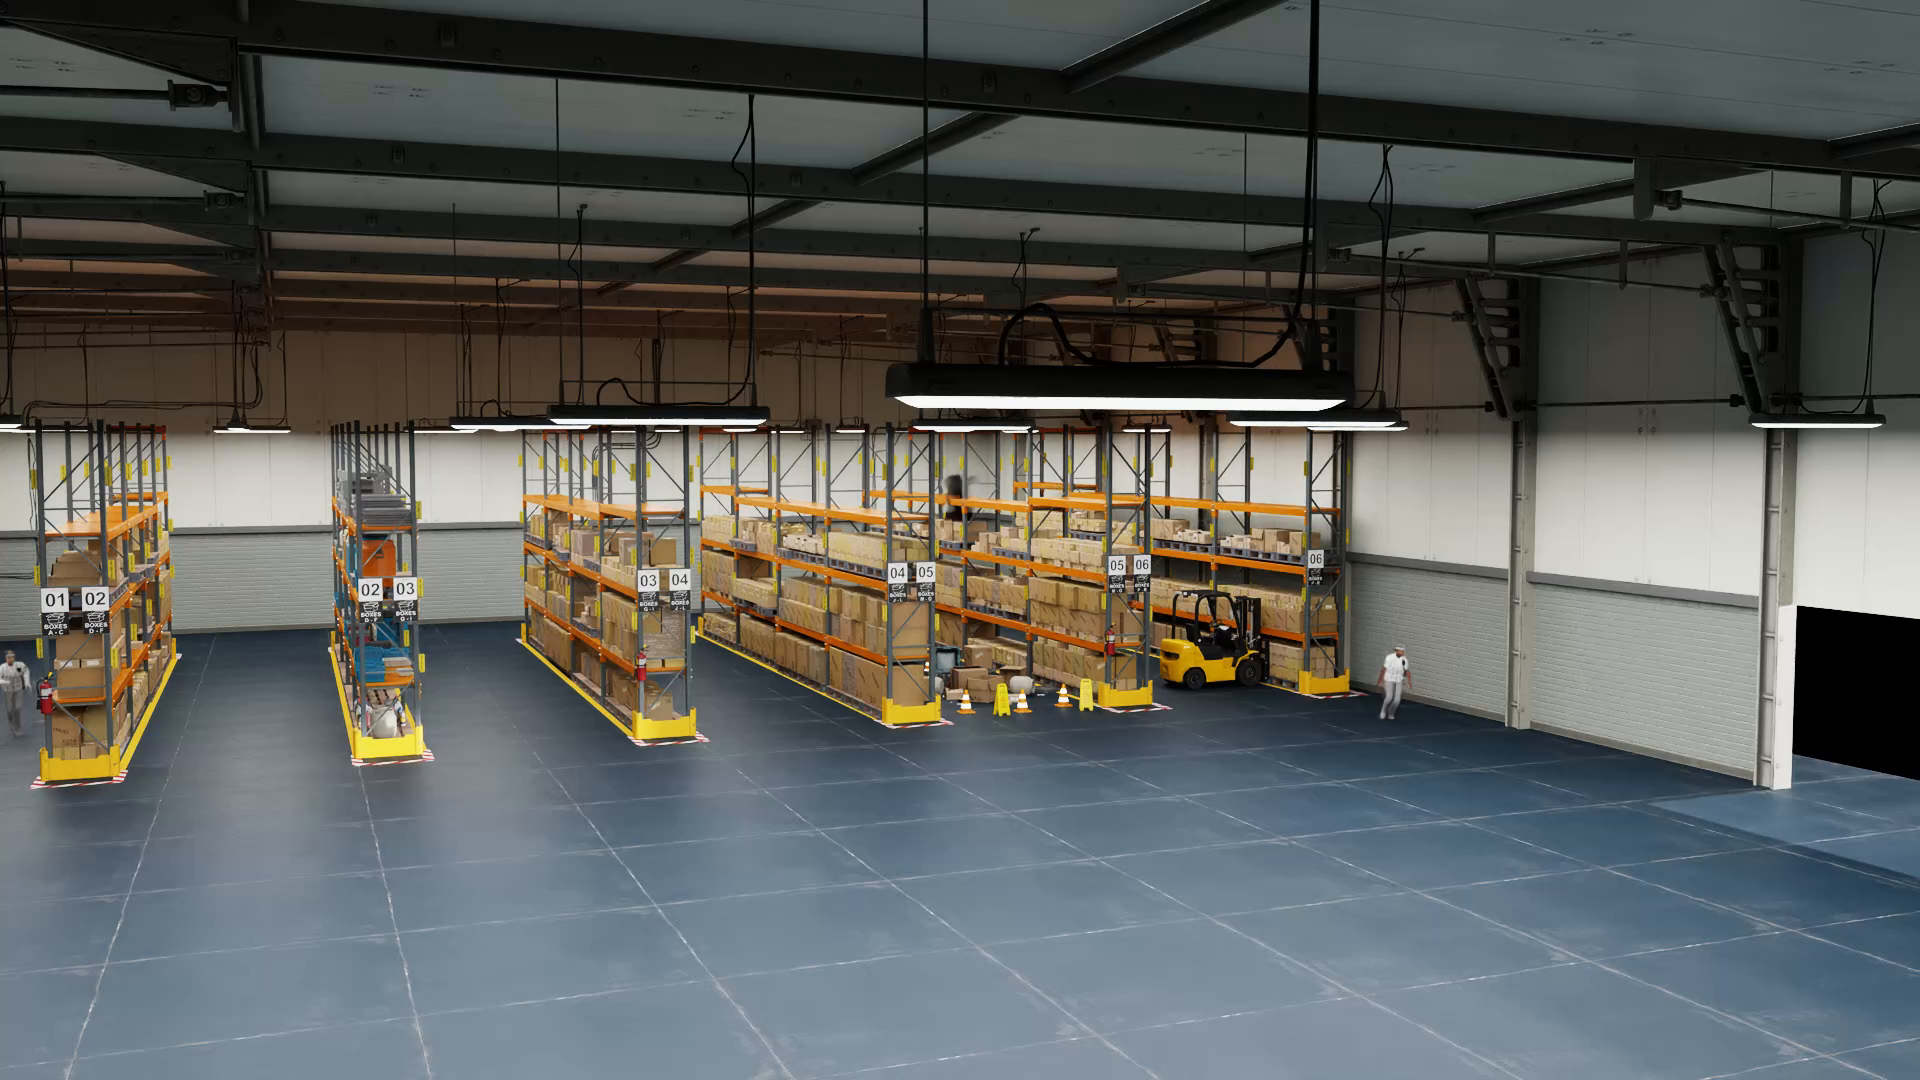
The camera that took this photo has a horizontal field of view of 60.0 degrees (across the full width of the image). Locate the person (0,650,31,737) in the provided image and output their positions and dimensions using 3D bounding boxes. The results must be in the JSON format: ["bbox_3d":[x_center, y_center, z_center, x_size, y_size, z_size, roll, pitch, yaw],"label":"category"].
[{"bbox_3d":[-18.143,2.908,31.858,0.598,1.659,0.942,-2,4,-26],"label":"person"}]

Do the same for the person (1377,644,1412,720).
[{"bbox_3d":[8.720,2.840,33.319,0.551,1.568,0.653,0,4,-7],"label":"person"}]

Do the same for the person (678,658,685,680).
[{"bbox_3d":[-6.686,2.492,39.219,0.615,1.597,0.719,-3,5,-39],"label":"person"}]
